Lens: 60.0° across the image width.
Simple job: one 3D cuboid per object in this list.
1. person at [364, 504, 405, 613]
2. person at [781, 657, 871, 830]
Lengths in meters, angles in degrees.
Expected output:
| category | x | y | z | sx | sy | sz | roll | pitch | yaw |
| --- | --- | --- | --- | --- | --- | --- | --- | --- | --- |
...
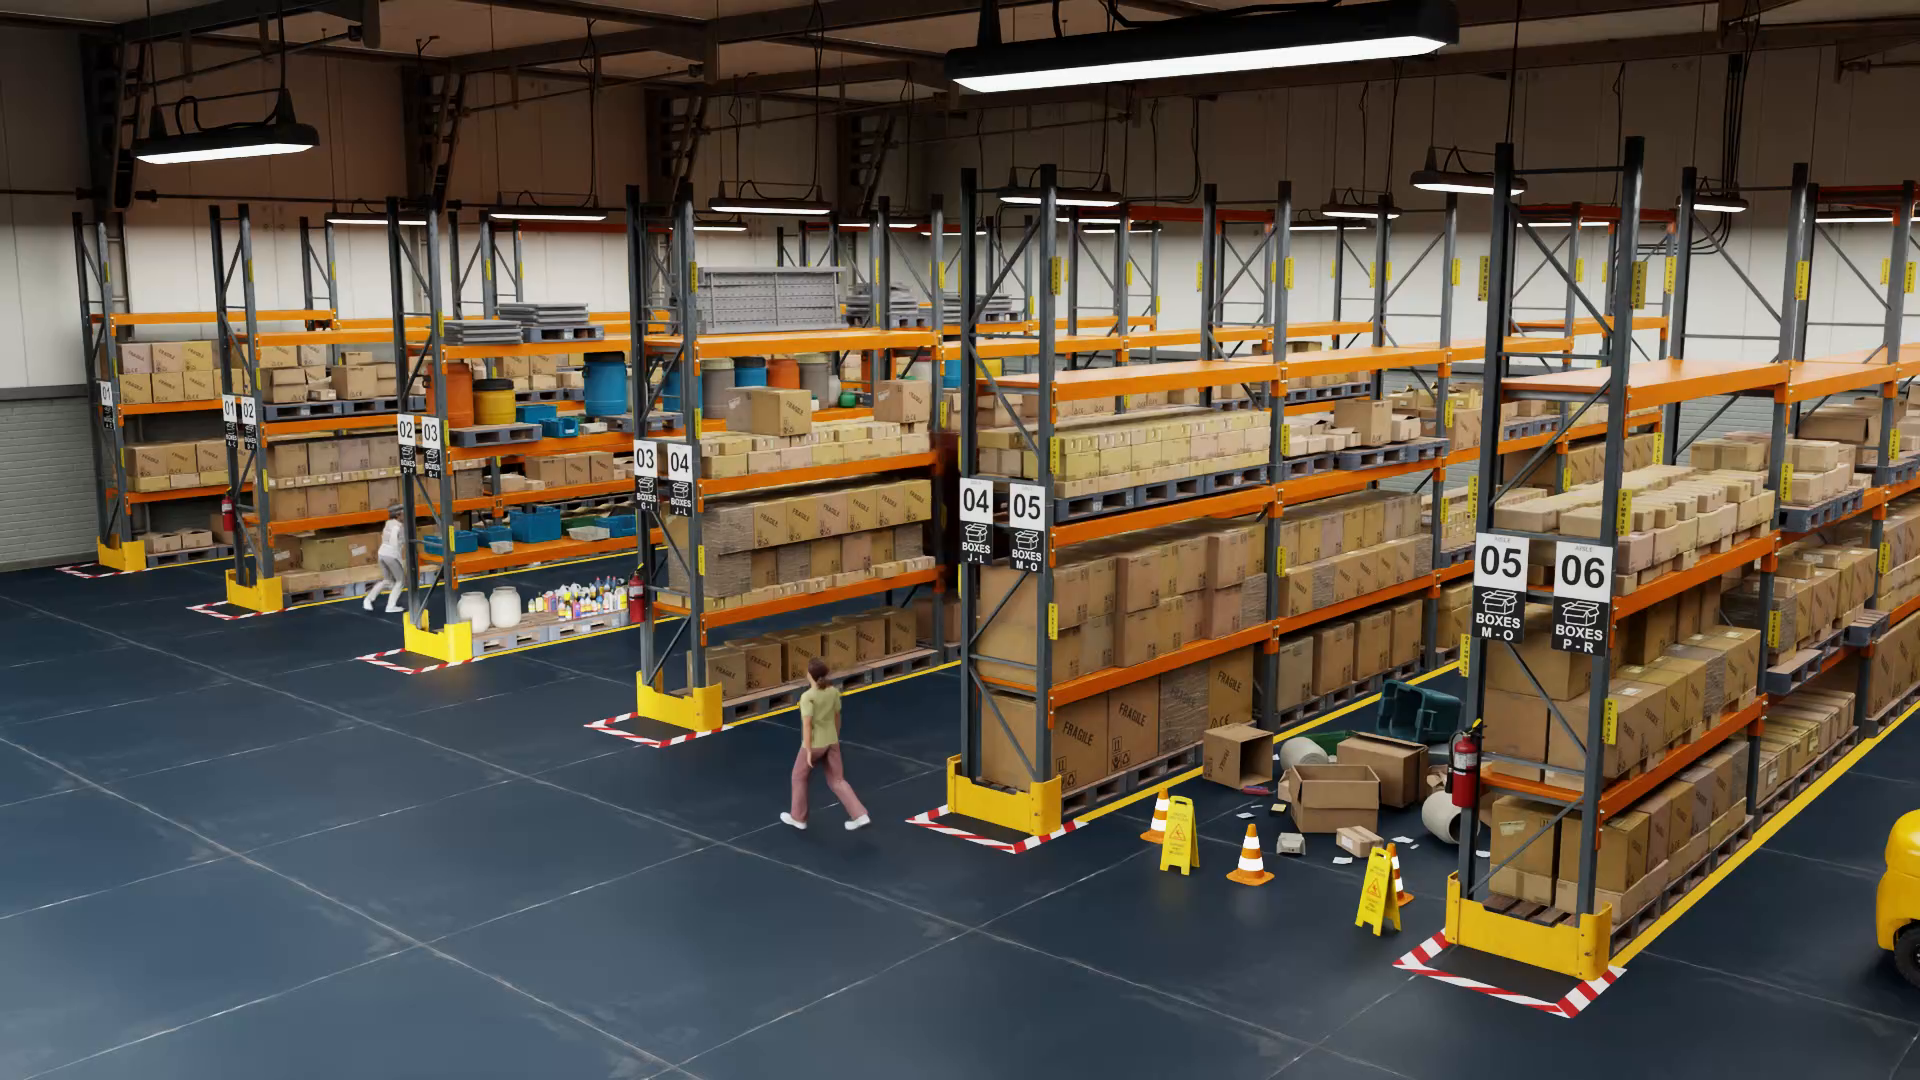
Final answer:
| category | x | y | z | sx | sy | sz | roll | pitch | yaw |
| --- | --- | --- | --- | --- | --- | --- | --- | --- | --- |
| person | -8.542 | 0.285 | 24.719 | 0.571 | 1.613 | 0.670 | 8 | 12 | 40 |
| person | -1.249 | 1.873 | 15.074 | 1.002 | 1.628 | 0.448 | 8 | 12 | 40 |
